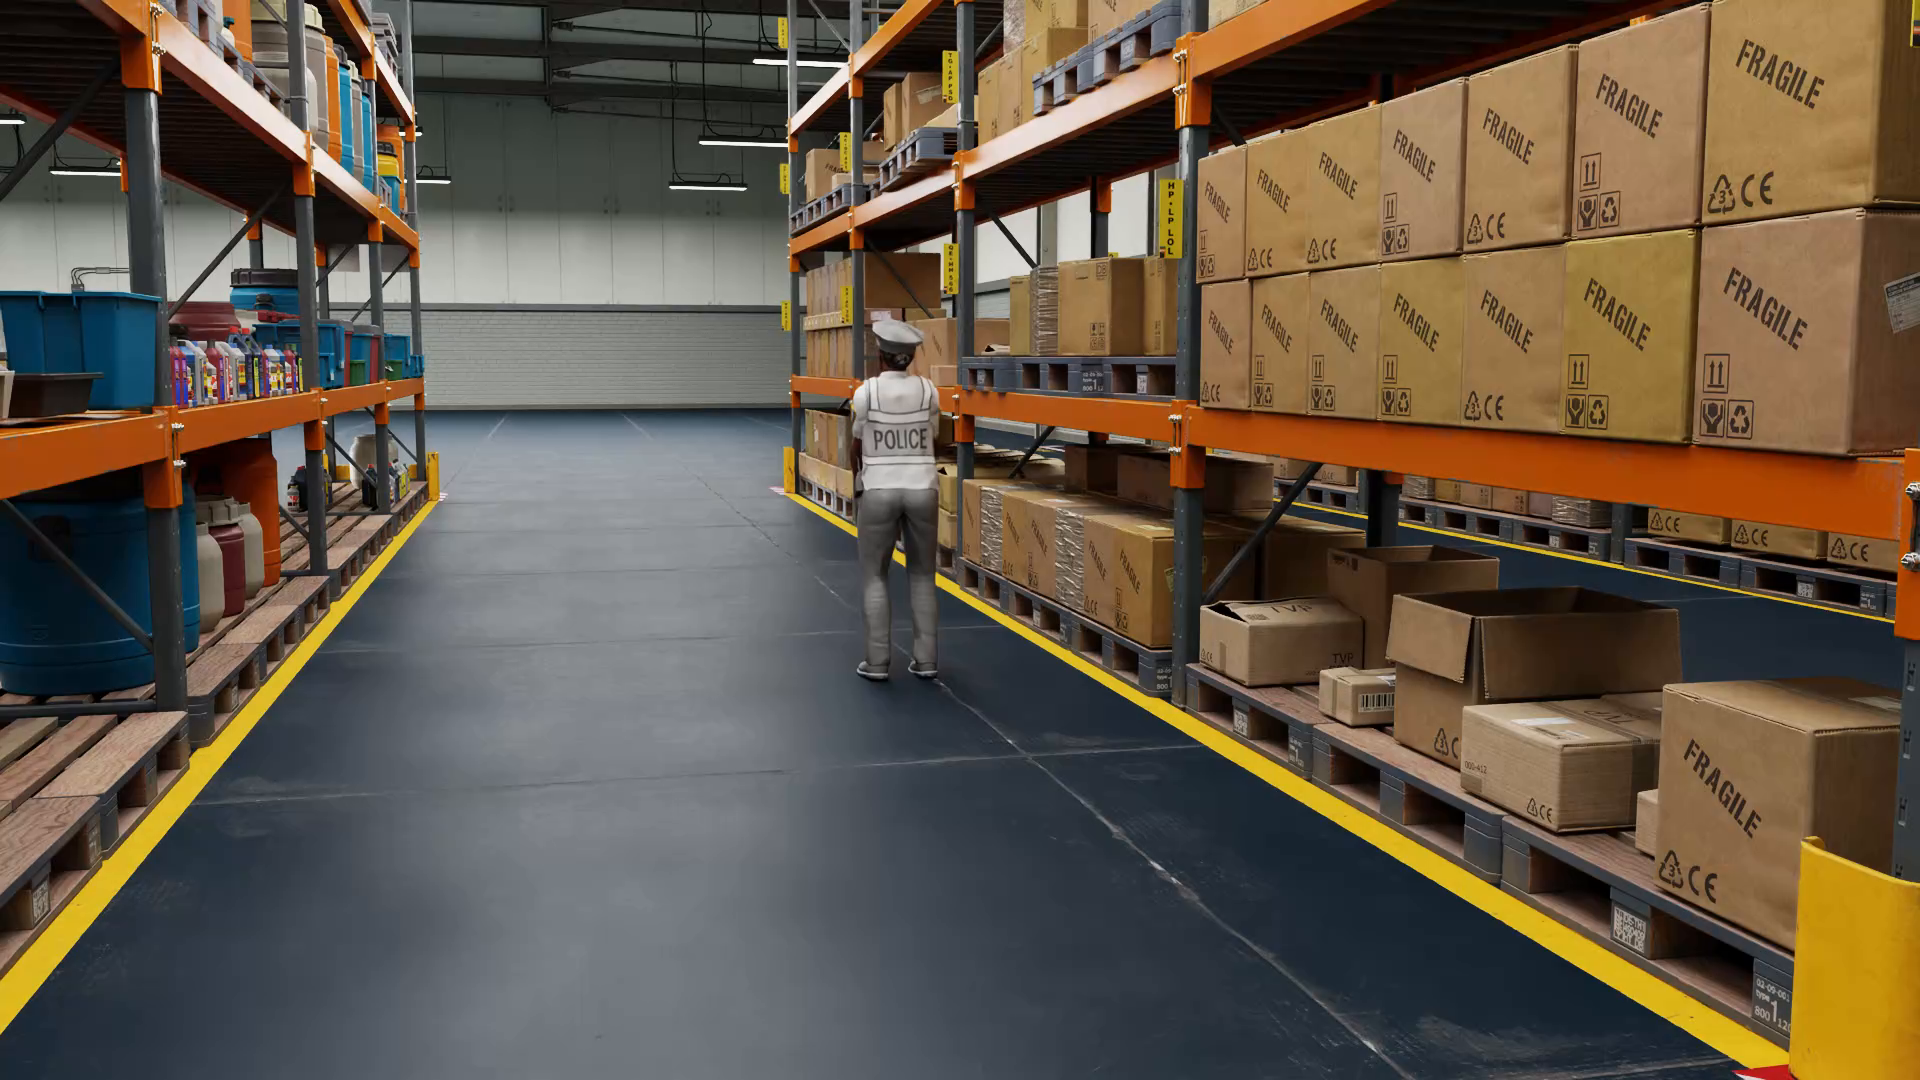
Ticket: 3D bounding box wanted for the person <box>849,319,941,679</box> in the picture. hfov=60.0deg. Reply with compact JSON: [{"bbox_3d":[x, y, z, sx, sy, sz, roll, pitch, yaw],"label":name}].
[{"bbox_3d":[-0.315,-0.196,7.884,0.435,1.692,0.519,-2,6,-14],"label":"person"}]
